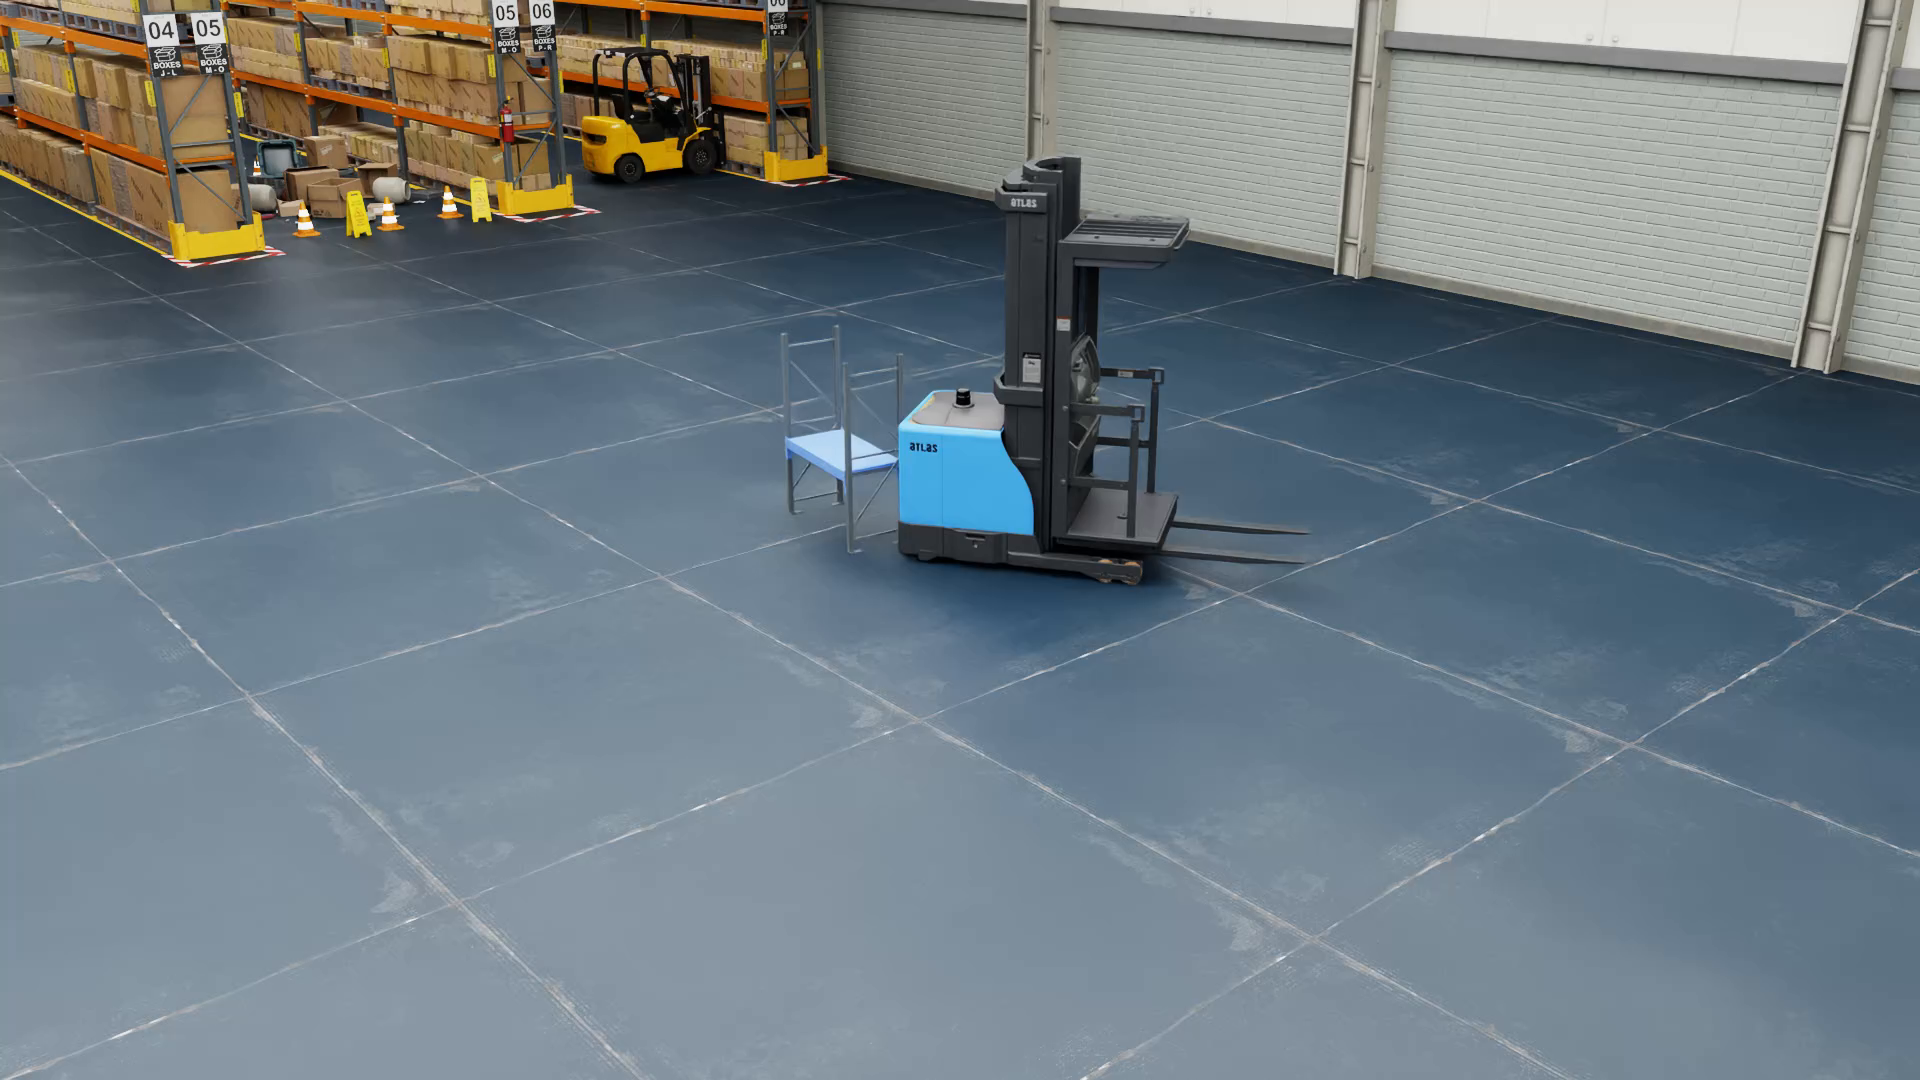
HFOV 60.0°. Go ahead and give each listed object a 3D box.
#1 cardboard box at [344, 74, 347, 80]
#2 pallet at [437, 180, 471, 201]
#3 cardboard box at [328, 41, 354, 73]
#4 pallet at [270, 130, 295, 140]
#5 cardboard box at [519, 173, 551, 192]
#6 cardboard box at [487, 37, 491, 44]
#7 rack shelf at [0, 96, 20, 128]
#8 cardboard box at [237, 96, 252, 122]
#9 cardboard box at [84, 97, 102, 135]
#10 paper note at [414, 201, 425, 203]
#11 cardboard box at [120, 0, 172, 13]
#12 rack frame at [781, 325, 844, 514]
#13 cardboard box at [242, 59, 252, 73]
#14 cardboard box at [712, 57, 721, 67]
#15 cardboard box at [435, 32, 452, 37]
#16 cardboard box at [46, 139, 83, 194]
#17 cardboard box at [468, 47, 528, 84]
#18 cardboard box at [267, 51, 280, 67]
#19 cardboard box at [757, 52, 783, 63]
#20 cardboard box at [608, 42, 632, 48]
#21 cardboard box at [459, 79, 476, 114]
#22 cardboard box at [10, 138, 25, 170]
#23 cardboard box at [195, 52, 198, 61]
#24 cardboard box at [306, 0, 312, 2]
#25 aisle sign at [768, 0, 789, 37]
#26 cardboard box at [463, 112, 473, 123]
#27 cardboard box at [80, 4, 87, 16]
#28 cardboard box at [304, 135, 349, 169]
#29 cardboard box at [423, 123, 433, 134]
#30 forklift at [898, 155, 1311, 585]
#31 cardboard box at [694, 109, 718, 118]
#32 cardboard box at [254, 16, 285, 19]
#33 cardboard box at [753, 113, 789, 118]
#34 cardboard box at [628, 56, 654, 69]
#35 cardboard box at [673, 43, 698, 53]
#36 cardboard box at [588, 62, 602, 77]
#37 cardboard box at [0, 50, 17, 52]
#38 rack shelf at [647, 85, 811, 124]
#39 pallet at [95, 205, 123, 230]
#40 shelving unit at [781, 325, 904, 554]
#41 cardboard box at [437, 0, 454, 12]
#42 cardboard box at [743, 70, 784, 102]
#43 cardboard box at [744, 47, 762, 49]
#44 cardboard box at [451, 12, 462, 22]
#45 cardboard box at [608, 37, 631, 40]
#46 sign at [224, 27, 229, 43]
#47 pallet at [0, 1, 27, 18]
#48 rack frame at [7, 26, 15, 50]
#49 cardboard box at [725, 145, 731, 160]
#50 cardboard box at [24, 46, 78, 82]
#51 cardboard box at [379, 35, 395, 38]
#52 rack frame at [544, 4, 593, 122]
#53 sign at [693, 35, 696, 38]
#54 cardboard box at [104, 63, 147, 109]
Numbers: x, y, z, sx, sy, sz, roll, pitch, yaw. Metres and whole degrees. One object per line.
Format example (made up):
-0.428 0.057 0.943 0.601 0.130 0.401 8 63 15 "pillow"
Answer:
-10.904 -8.395 30.074 0.380 0.149 0.250 -16 27 -35 "cardboard box"
-7.995 -5.903 27.766 1.003 0.211 1.213 -17 27 -37 "pallet"
-11.056 -8.735 30.051 0.500 0.500 0.500 -17 27 -37 "cardboard box"
-13.122 -8.095 33.363 1.003 0.211 1.213 -17 27 -37 "pallet"
-6.967 -5.815 26.911 0.500 0.250 0.500 -18 28 -38 "cardboard box"
-9.728 -10.804 35.742 0.700 0.500 0.500 -18 27 -38 "cardboard box"
-16.861 -7.832 29.854 1.077 0.370 4.000 -17 27 -37 "rack shelf"
-14.811 -9.128 35.112 0.875 0.438 0.875 -18 28 -38 "cardboard box"
-12.695 -6.480 25.210 0.875 0.550 0.550 -17 27 -37 "cardboard box"
-8.757 -5.486 26.948 0.148 0.019 0.142 12 24 27 "paper note"
-10.865 -7.180 22.176 0.500 0.250 0.500 -17 27 -37 "cardboard box"
-1.180 -0.958 13.373 0.500 1.500 0.032 -13 25 -29 "rack frame"
-14.057 -9.529 33.406 0.500 0.250 0.500 -18 28 -39 "cardboard box"
-4.186 -8.520 29.596 0.380 0.149 0.250 -17 27 -37 "cardboard box"
-11.580 -11.395 37.762 0.500 0.250 0.500 -17 27 -37 "cardboard box"
-14.045 -6.075 26.890 1.050 0.750 0.750 -17 27 -37 "cardboard box"
-7.149 -7.350 25.722 0.700 0.500 0.500 -18 28 -39 "cardboard box"
-13.068 -9.335 32.224 0.500 0.250 0.500 -18 28 -39 "cardboard box"
-3.285 -8.329 28.702 0.380 0.149 0.250 -17 27 -37 "cardboard box"
-6.592 -9.564 32.263 0.380 0.149 0.250 -18 28 -39 "cardboard box"
-7.536 -7.019 26.248 0.500 0.500 0.500 -17 27 -37 "cardboard box"
-16.184 -6.766 28.997 0.500 0.500 0.500 -18 27 -38 "cardboard box"
-15.989 -10.464 35.451 0.500 0.500 0.500 -16 27 -36 "cardboard box"
-11.795 -9.973 30.565 0.380 0.149 0.250 -17 27 -37 "cardboard box"
-3.072 -8.916 28.070 0.394 0.787 0.004 -17 27 -37 "aisle sign"
-7.648 -6.729 26.397 0.380 0.149 0.250 -17 27 -37 "cardboard box"
-12.299 -7.569 23.715 0.380 0.149 0.250 -18 28 -38 "cardboard box"
-10.590 -6.472 27.785 0.500 0.500 0.500 -17 27 -37 "cardboard box"
-8.707 -6.865 27.674 0.380 0.149 0.250 -16 27 -35 "cardboard box"
1.104 -1.251 12.160 3.031 2.935 1.130 5 22 14 "forklift"
-4.765 -7.792 30.590 0.500 0.250 0.500 -16 27 -36 "cardboard box"
-14.001 -10.374 33.851 0.500 0.500 0.500 -16 27 -36 "cardboard box"
-3.391 -7.489 29.815 0.500 0.250 0.500 -17 27 -37 "cardboard box"
-6.017 -9.136 31.717 0.500 0.250 0.500 -18 28 -39 "cardboard box"
-5.017 -9.012 30.446 0.380 0.149 0.250 -17 27 -36 "cardboard box"
-7.006 -9.328 32.894 0.500 0.250 0.500 -16 27 -36 "cardboard box"
-17.581 -8.937 30.641 0.380 0.149 0.250 -18 28 -39 "cardboard box"
-4.197 -8.011 30.310 1.077 0.370 4.000 -17 27 -37 "rack shelf"
-12.508 -4.982 25.415 1.003 0.211 1.213 -17 27 -37 "pallet"
-0.912 -0.801 12.971 0.538 1.500 1.048 -13 25 -29 "shelving unit"
-7.858 -8.435 26.091 0.500 0.250 0.500 -17 27 -36 "cardboard box"
-3.412 -7.913 28.938 0.500 0.500 0.500 -18 28 -39 "cardboard box"
-3.619 -8.713 29.681 0.380 0.149 0.250 -16 27 -36 "cardboard box"
-7.743 -8.208 26.059 0.380 0.149 0.250 -18 28 -38 "cardboard box"
-6.819 -9.988 33.345 0.380 0.149 0.250 -18 28 -38 "cardboard box"
-14.902 -10.233 33.703 0.100 0.325 0.005 -17 27 -37 "sign"
-15.095 -8.758 27.378 1.213 0.211 1.003 -16 26 -35 "pallet"
-18.167 -8.720 31.134 1.000 3.000 0.127 -17 27 -37 "rack frame"
-4.075 -7.043 30.048 0.500 0.250 0.500 -17 27 -37 "cardboard box"
-14.939 -7.861 27.433 0.700 0.500 0.500 -18 28 -38 "cardboard box"
-10.087 -8.888 29.554 0.380 0.149 0.250 -16 26 -35 "cardboard box"
-8.114 -10.004 34.412 1.000 3.000 0.127 -17 27 -37 "rack frame"
-5.084 -9.471 31.756 0.100 0.325 0.005 -17 27 -37 "sign"
-11.683 -6.521 23.834 0.875 0.550 0.500 -17 27 -37 "cardboard box"
